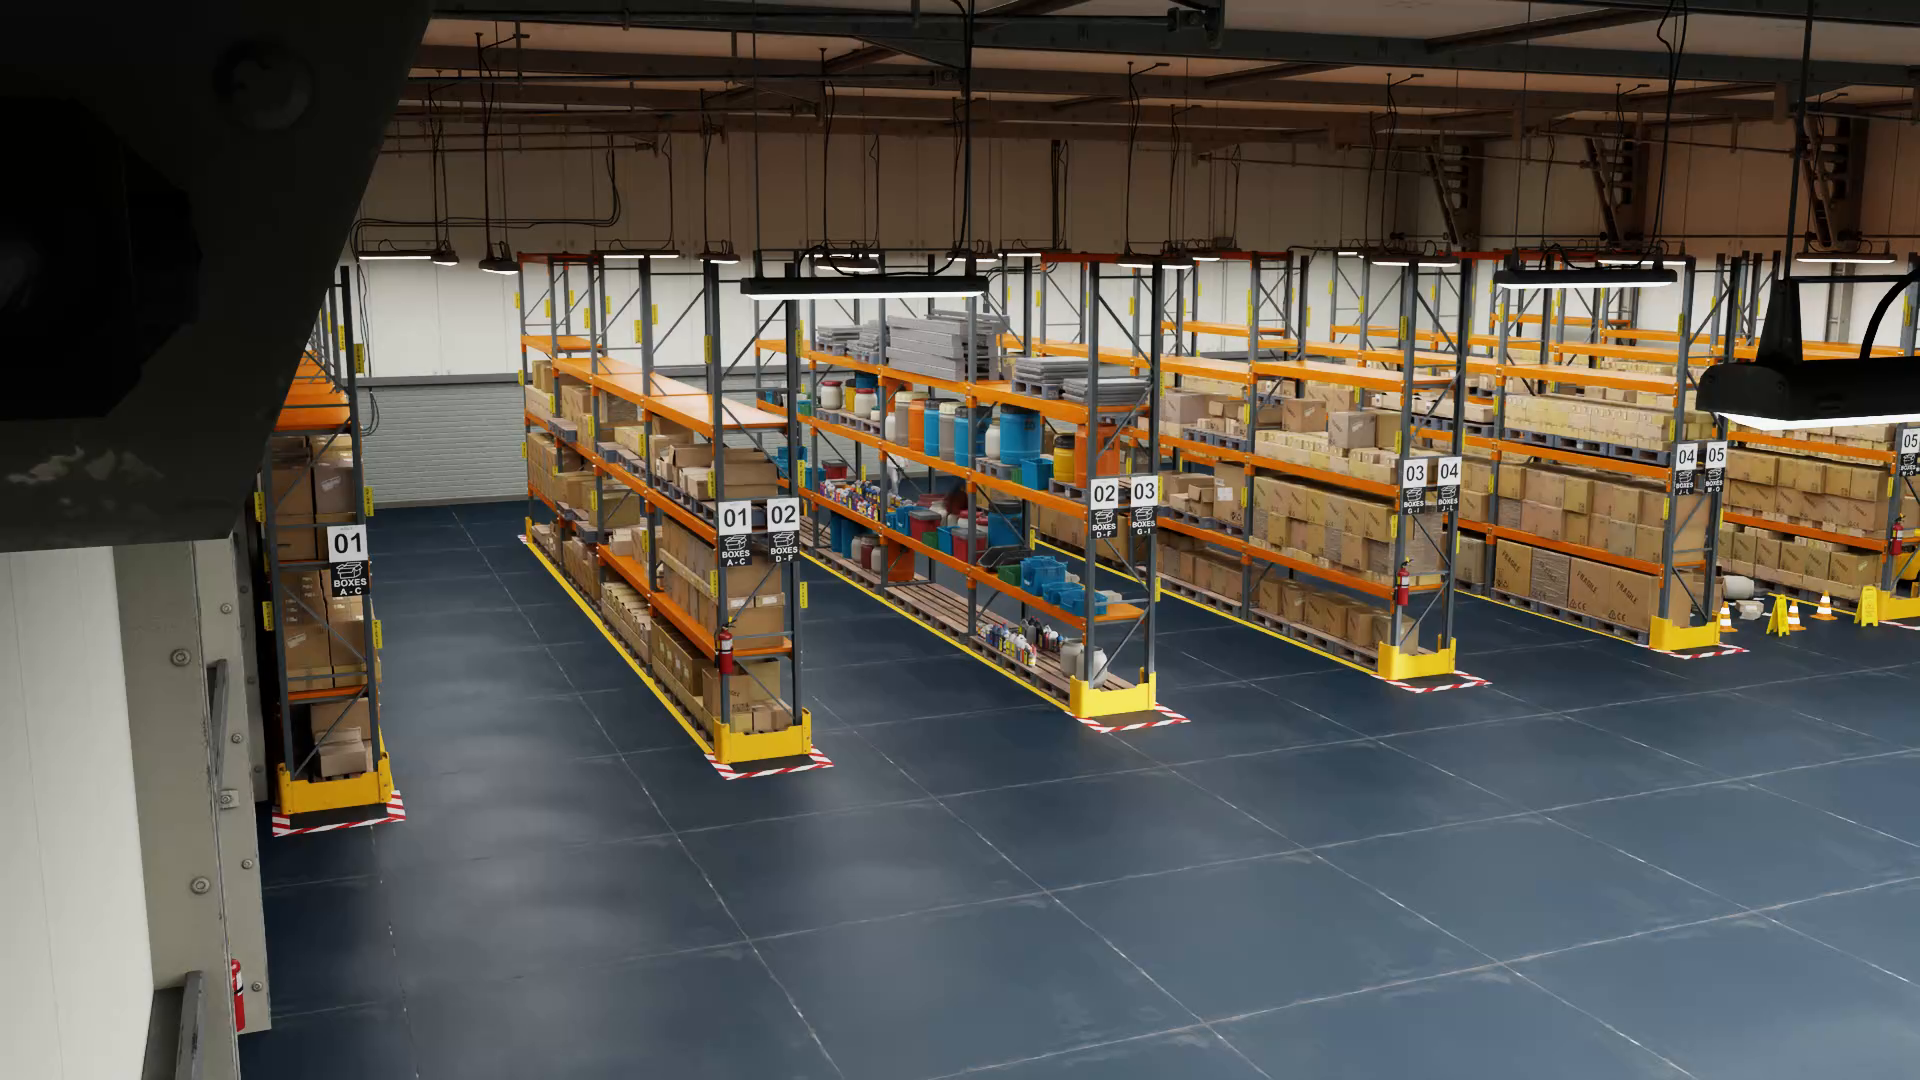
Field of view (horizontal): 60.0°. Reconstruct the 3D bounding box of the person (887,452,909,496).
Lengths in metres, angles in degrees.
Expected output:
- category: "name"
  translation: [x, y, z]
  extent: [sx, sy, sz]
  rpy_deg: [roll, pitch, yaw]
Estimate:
- category: "person"
  translation: [-1.516, -1.749, 39.876]
  extent: [0.607, 1.775, 0.935]
  rpy_deg: [-4, 11, -22]
